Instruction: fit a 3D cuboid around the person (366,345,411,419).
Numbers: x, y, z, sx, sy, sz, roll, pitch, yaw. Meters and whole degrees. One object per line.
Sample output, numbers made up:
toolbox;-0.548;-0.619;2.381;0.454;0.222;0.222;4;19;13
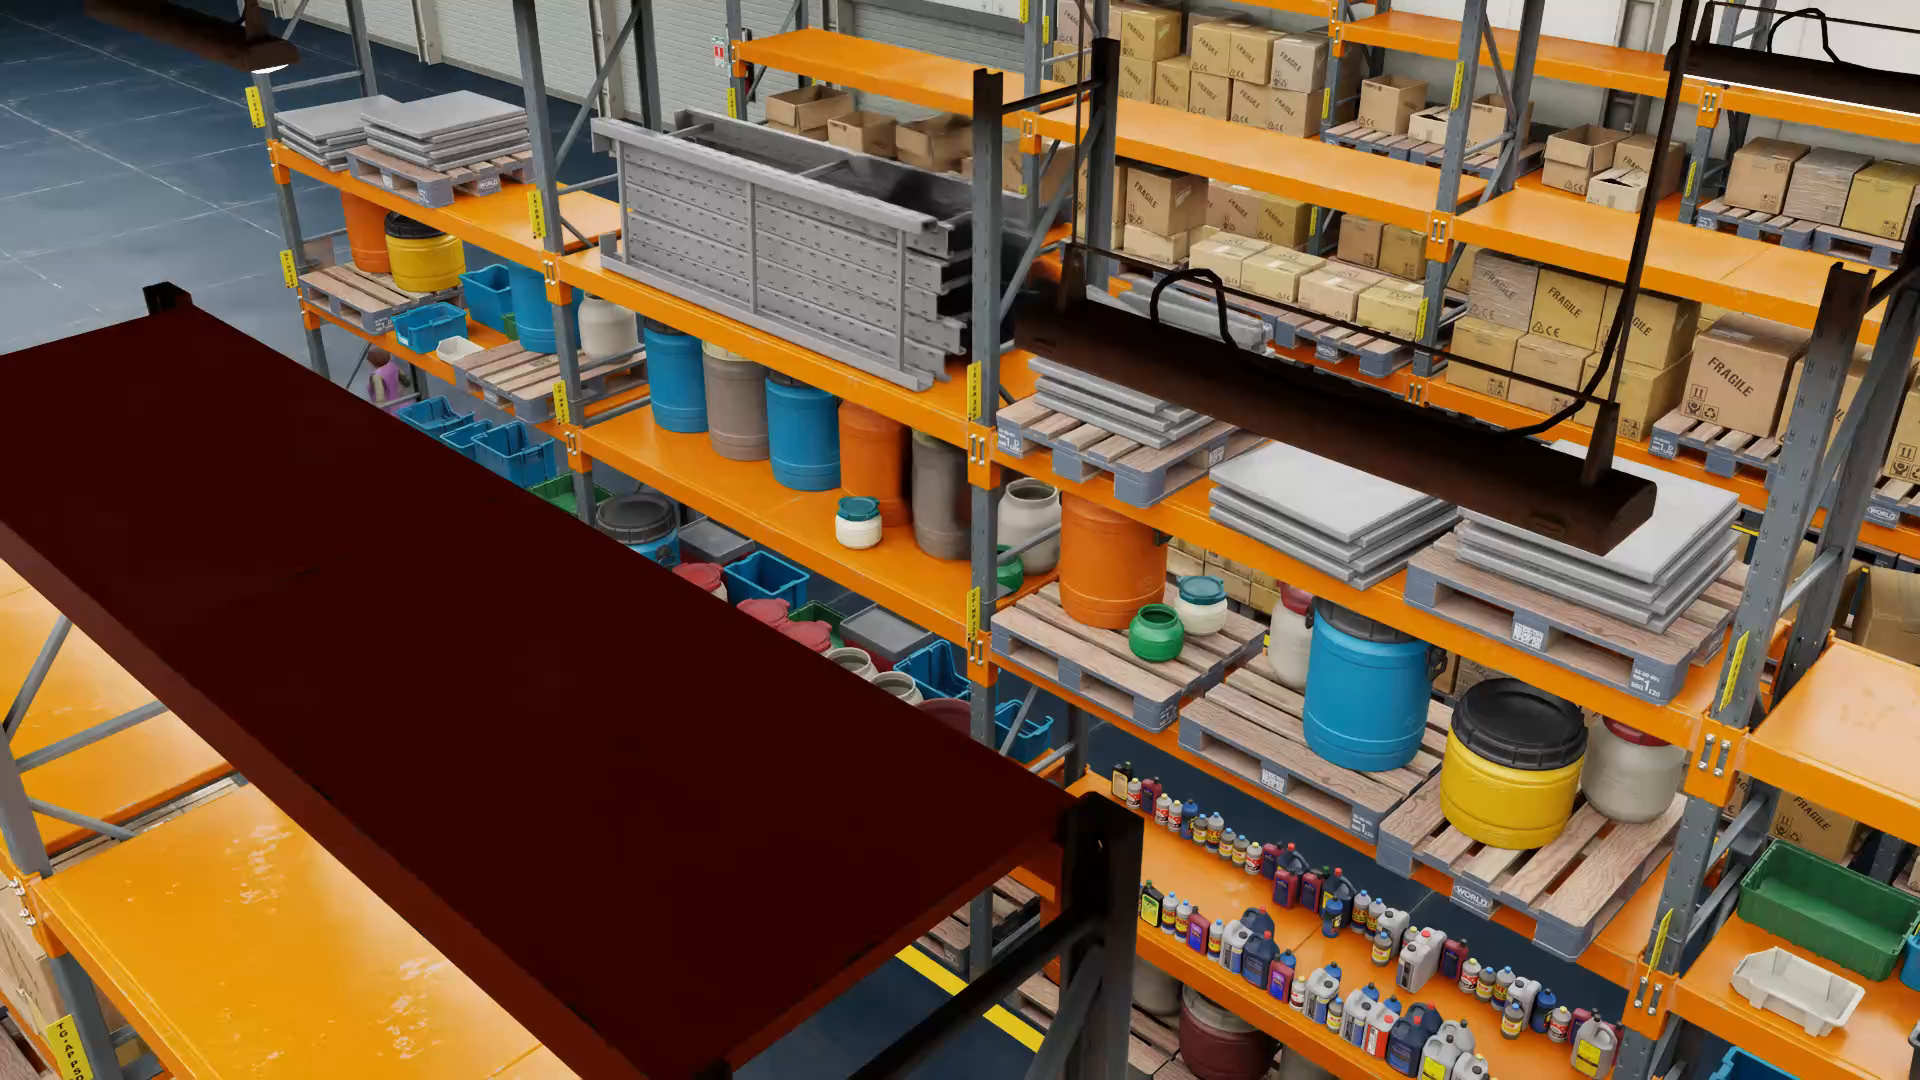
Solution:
person;-5.717;-1.244;16.862;0.732;1.566;0.553;4;30;7
